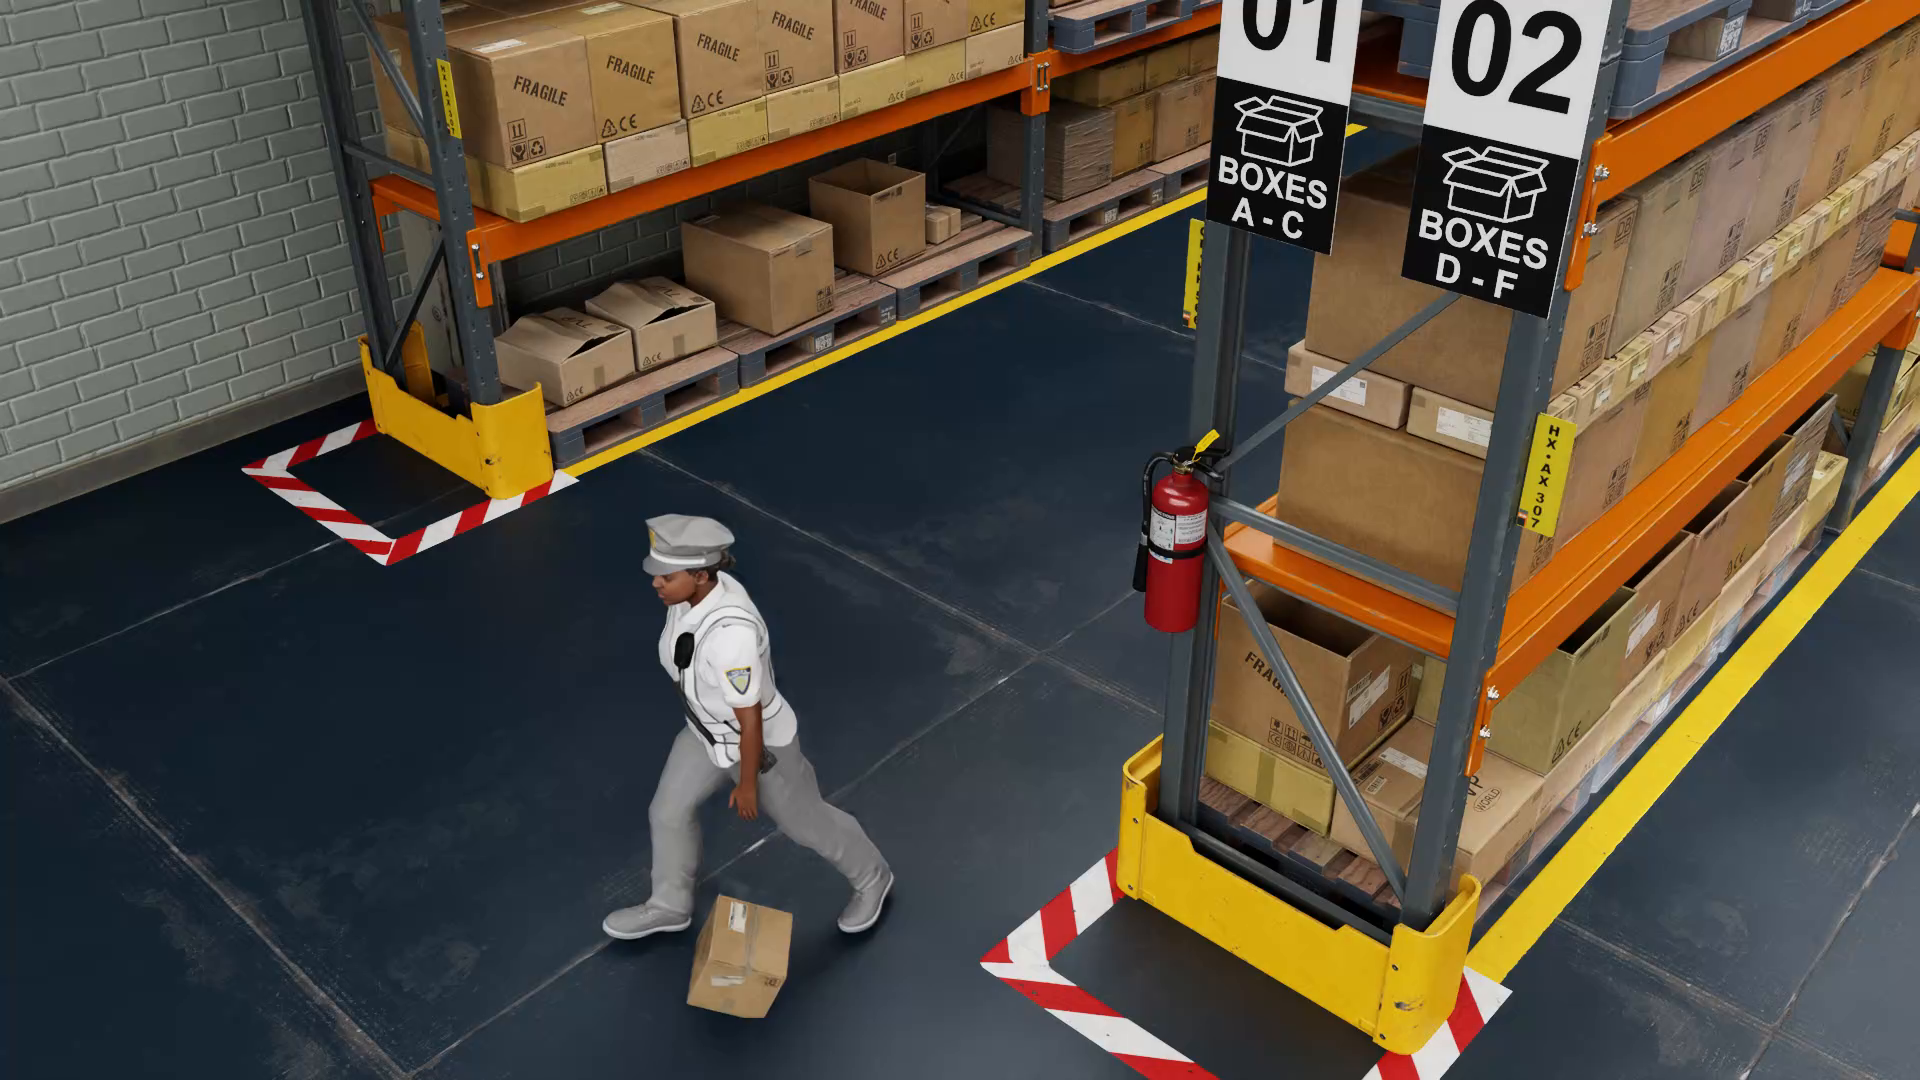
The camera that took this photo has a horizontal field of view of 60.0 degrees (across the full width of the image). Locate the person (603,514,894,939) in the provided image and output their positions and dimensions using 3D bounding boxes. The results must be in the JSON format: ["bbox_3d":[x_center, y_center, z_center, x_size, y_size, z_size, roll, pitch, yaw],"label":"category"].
[{"bbox_3d":[-0.680,0.606,5.169,0.946,1.616,0.488,-17,35,-25],"label":"person"}]
